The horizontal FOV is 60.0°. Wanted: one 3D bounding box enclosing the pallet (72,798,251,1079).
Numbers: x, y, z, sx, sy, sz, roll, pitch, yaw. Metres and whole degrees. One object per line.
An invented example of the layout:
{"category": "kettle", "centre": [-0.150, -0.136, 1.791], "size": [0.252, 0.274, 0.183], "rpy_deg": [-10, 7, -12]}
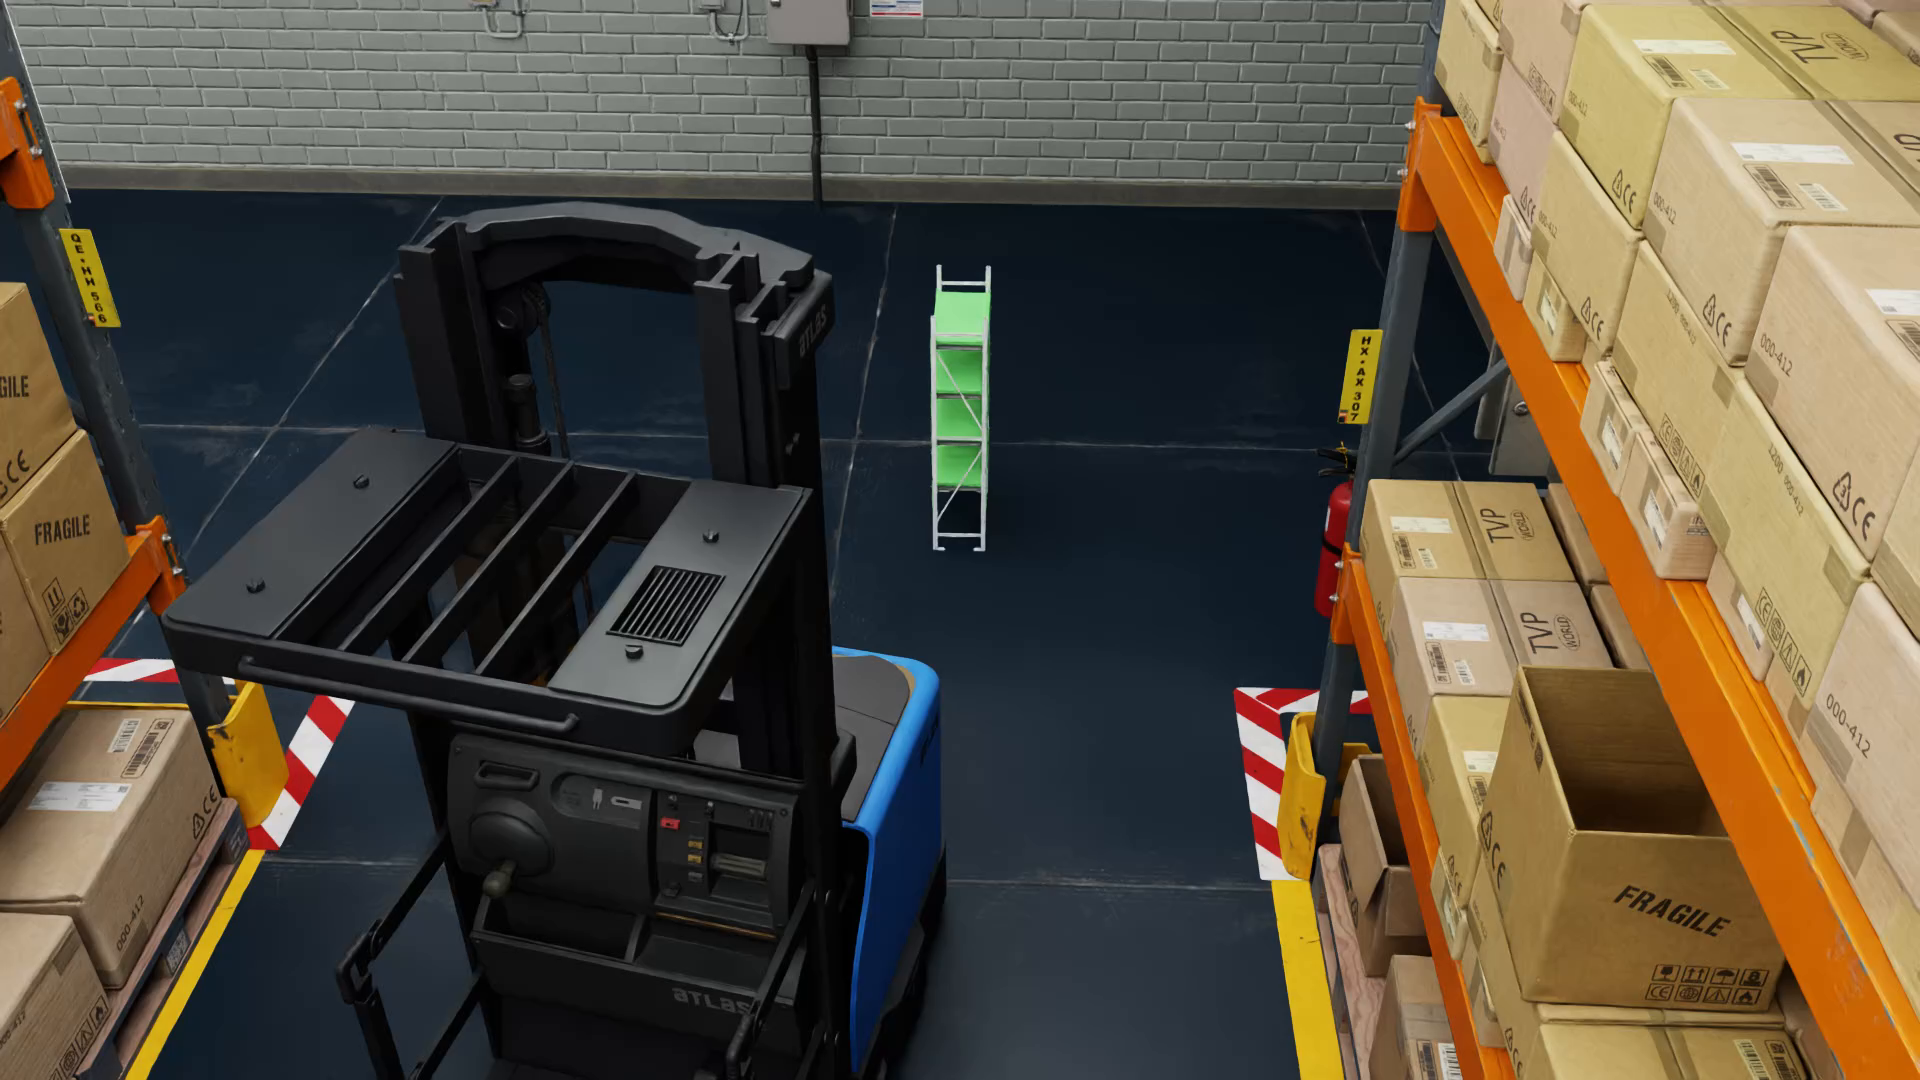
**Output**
{"category": "pallet", "centre": [-3.142, 1.358, 5.634], "size": [1.003, 0.211, 1.213], "rpy_deg": [1, 35, 2]}

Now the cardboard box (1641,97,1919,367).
{"category": "cardboard box", "centre": [1.446, -0.501, 2.682], "size": [0.500, 0.250, 0.500], "rpy_deg": [2, 35, 3]}

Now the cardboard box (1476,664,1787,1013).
{"category": "cardboard box", "centre": [1.424, 0.618, 3.482], "size": [0.500, 0.500, 0.500], "rpy_deg": [2, 35, 3]}

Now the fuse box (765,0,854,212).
{"category": "fuse box", "centre": [-0.892, -2.825, 10.281], "size": [0.539, 1.711, 0.414], "rpy_deg": [1, 35, 2]}

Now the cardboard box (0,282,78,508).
{"category": "cardboard box", "centre": [-2.970, -0.412, 4.770], "size": [0.500, 0.500, 0.500], "rpy_deg": [2, 35, 3]}

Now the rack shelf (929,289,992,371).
{"category": "rack shelf", "centre": [0.007, -0.926, 7.301], "size": [0.258, 0.148, 0.480], "rpy_deg": [1, 35, 2]}

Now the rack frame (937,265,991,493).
{"category": "rack frame", "centre": [0.016, -0.726, 7.740], "size": [0.240, 1.200, 0.015], "rpy_deg": [1, 35, 2]}

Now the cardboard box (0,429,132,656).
{"category": "cardboard box", "centre": [-2.943, -0.002, 5.057], "size": [0.500, 0.500, 0.500], "rpy_deg": [2, 35, 2]}

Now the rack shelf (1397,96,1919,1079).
{"category": "rack shelf", "centre": [1.691, 0.085, 3.038], "size": [1.077, 0.370, 4.000], "rpy_deg": [1, 35, 2]}

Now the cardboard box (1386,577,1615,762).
{"category": "cardboard box", "centre": [1.464, 0.352, 4.512], "size": [0.500, 0.250, 0.500], "rpy_deg": [2, 35, 2]}

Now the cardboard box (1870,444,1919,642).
{"category": "cardboard box", "centre": [1.402, 0.087, 1.845], "size": [0.500, 0.250, 0.500], "rpy_deg": [1, 35, 1]}

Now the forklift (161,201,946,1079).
{"category": "forklift", "centre": [-0.915, 0.821, 4.033], "size": [1.130, 2.935, 3.031], "rpy_deg": [9, 36, 12]}

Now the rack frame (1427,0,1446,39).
{"category": "rack frame", "centre": [1.771, -2.586, 3.603], "size": [1.000, 3.000, 0.127], "rpy_deg": [1, 35, 2]}

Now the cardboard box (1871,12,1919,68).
{"category": "cardboard box", "centre": [2.001, -0.767, 3.060], "size": [0.500, 0.250, 0.500], "rpy_deg": [2, 35, 2]}

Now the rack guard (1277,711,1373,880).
{"category": "rack guard", "centre": [1.768, 0.935, 5.985], "size": [1.175, 0.500, 0.348], "rpy_deg": [1, 35, 2]}

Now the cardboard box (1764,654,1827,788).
{"category": "cardboard box", "centre": [1.417, 0.240, 2.409], "size": [0.380, 0.149, 0.250], "rpy_deg": [2, 35, 3]}

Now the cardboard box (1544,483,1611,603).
{"category": "cardboard box", "centre": [2.018, 0.079, 4.901], "size": [0.500, 0.250, 0.500], "rpy_deg": [2, 35, 3]}

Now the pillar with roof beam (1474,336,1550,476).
{"category": "pillar with roof beam", "centre": [-1.521, -4.214, 5.919], "size": [9.100, 9.000, 0.400], "rpy_deg": [1, 35, 2]}

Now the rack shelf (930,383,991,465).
{"category": "rack shelf", "centre": [0.007, -0.534, 7.577], "size": [0.258, 0.148, 0.480], "rpy_deg": [1, 35, 2]}

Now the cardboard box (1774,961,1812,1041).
{"category": "cardboard box", "centre": [1.950, 0.960, 3.648], "size": [0.500, 0.250, 0.500], "rpy_deg": [1, 35, 2]}

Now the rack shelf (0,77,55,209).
{"category": "rack shelf", "centre": [-3.269, -0.028, 3.198], "size": [1.077, 0.370, 4.000], "rpy_deg": [1, 35, 2]}

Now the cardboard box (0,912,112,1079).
{"category": "cardboard box", "centre": [-3.143, 1.540, 4.813], "size": [0.875, 0.438, 0.875], "rpy_deg": [2, 35, 3]}

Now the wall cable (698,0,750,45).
{"category": "wall cable", "centre": [-1.568, -3.874, 9.770], "size": [0.588, 1.984, 0.122], "rpy_deg": [1, 35, 2]}

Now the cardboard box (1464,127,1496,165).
{"category": "cardboard box", "centre": [1.526, -1.078, 4.285], "size": [0.380, 0.149, 0.250], "rpy_deg": [2, 35, 3]}

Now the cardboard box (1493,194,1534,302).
{"category": "cardboard box", "centre": [1.402, -0.639, 3.661], "size": [0.380, 0.149, 0.250], "rpy_deg": [2, 35, 3]}

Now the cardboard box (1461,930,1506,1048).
{"category": "cardboard box", "centre": [1.392, 1.045, 3.874], "size": [0.380, 0.149, 0.250], "rpy_deg": [2, 35, 3]}

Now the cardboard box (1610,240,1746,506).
{"category": "cardboard box", "centre": [1.450, -0.286, 2.812], "size": [0.500, 0.250, 0.500], "rpy_deg": [1, 35, 1]}

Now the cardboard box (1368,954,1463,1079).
{"category": "cardboard box", "centre": [1.579, 1.559, 4.732], "size": [0.700, 0.500, 0.500], "rpy_deg": [3, 35, 4]}

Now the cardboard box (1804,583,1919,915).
{"category": "cardboard box", "centre": [1.390, 0.297, 1.981], "size": [0.500, 0.250, 0.500], "rpy_deg": [0, 35, 0]}

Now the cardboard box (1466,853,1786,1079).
{"category": "cardboard box", "centre": [1.448, 0.938, 3.679], "size": [0.500, 0.250, 0.500], "rpy_deg": [0, 35, 1]}

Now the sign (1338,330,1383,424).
{"category": "sign", "centre": [1.229, -0.498, 5.097], "size": [0.100, 0.325, 0.005], "rpy_deg": [1, 35, 2]}

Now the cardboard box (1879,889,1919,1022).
{"category": "cardboard box", "centre": [1.362, 0.534, 1.991], "size": [0.380, 0.149, 0.250], "rpy_deg": [2, 35, 3]}

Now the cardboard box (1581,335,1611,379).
{"category": "cardboard box", "centre": [1.450, -0.345, 3.242], "size": [0.380, 0.149, 0.250], "rpy_deg": [1, 35, 1]}

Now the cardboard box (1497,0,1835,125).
{"category": "cardboard box", "centre": [1.463, -1.083, 3.510], "size": [0.500, 0.250, 0.500], "rpy_deg": [1, 35, 2]}

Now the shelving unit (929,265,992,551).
{"category": "shelving unit", "centre": [0.007, -0.586, 7.540], "size": [0.258, 1.200, 0.503], "rpy_deg": [1, 35, 2]}

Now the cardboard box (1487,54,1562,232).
{"category": "cardboard box", "centre": [1.481, -0.878, 3.654], "size": [0.500, 0.250, 0.500], "rpy_deg": [2, 35, 3]}

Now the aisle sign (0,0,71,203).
{"category": "aisle sign", "centre": [-2.876, -1.342, 4.790], "size": [0.394, 0.787, 0.004], "rpy_deg": [1, 35, 2]}

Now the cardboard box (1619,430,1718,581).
{"category": "cardboard box", "centre": [1.362, -0.056, 2.831], "size": [0.380, 0.149, 0.250], "rpy_deg": [2, 35, 3]}
